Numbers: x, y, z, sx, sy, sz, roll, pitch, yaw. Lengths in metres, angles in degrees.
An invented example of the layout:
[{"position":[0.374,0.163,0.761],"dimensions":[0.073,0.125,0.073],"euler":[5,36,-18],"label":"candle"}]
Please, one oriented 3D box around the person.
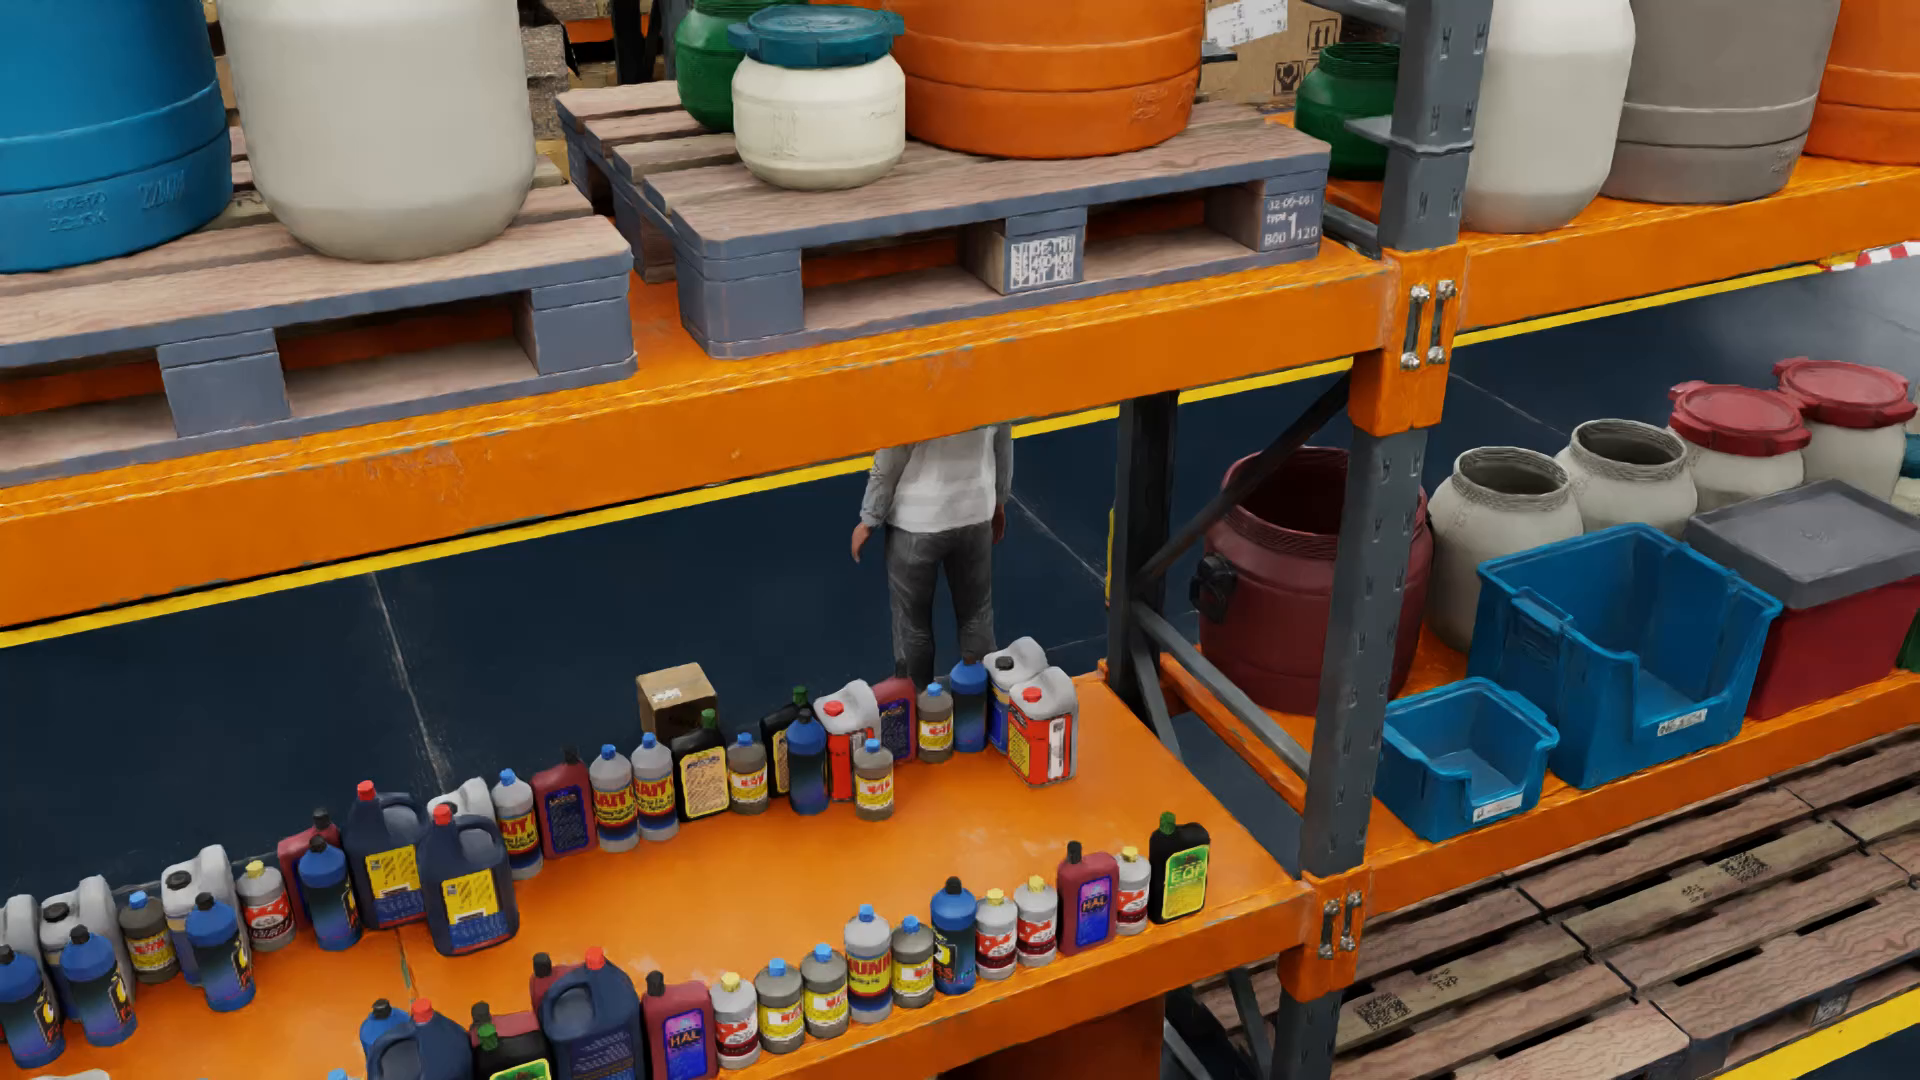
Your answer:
[{"position":[-0.097,-0.093,6.226],"dimensions":[0.647,1.779,0.441],"euler":[-16,33,-26],"label":"person"}]
